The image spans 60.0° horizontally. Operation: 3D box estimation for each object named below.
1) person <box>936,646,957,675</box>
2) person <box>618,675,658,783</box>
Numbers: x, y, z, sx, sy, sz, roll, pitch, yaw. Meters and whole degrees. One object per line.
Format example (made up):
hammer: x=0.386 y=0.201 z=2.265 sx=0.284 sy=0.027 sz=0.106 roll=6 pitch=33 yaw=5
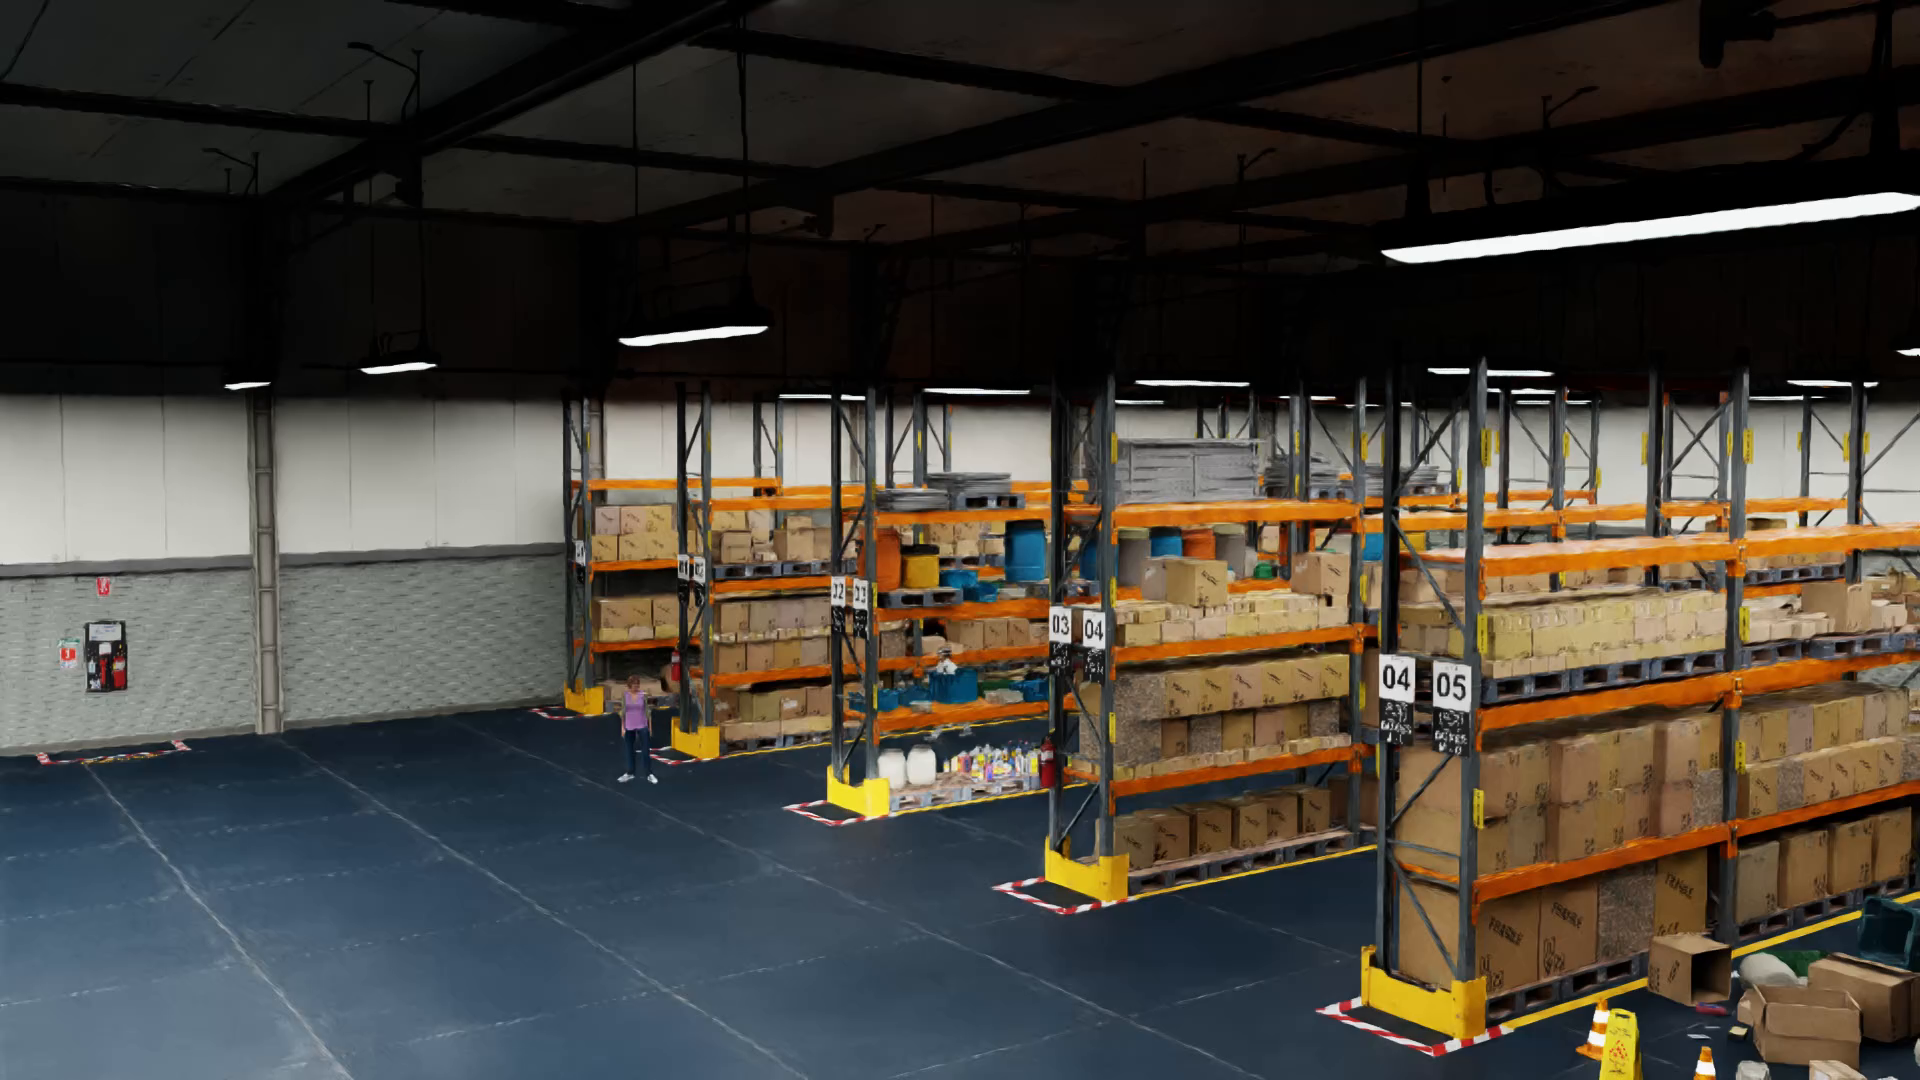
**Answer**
person: x=-0.227 y=2.184 z=27.933 sx=0.386 sy=0.843 sz=0.495 roll=-2 pitch=4 yaw=-32
person: x=-4.760 y=2.778 z=24.574 sx=0.600 sy=1.594 sz=0.455 roll=0 pitch=4 yaw=-7
